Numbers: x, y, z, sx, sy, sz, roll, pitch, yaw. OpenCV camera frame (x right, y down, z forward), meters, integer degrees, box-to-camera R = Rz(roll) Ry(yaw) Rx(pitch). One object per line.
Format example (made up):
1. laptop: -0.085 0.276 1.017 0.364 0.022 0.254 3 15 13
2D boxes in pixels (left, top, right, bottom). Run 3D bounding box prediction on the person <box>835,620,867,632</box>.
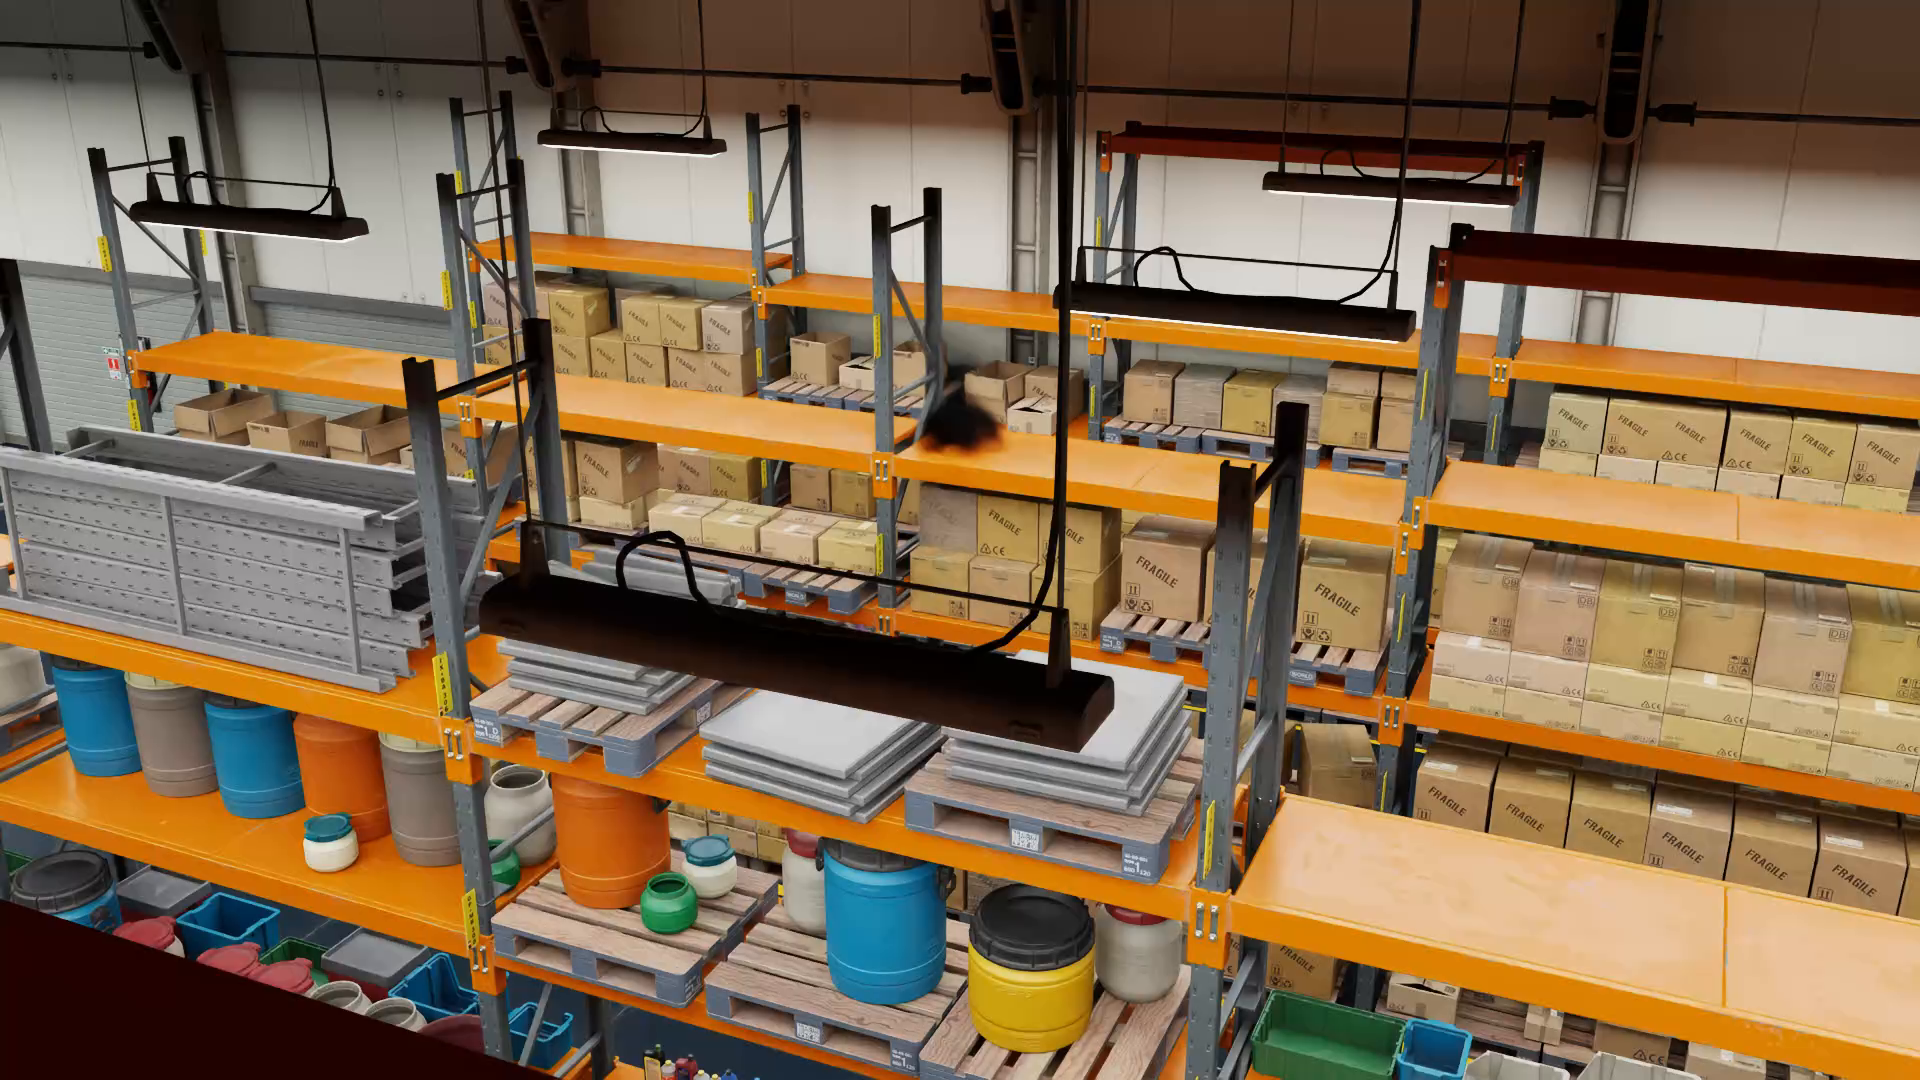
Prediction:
1. person: -1.106 1.182 17.465 0.792 1.560 0.560 -7 22 -18
